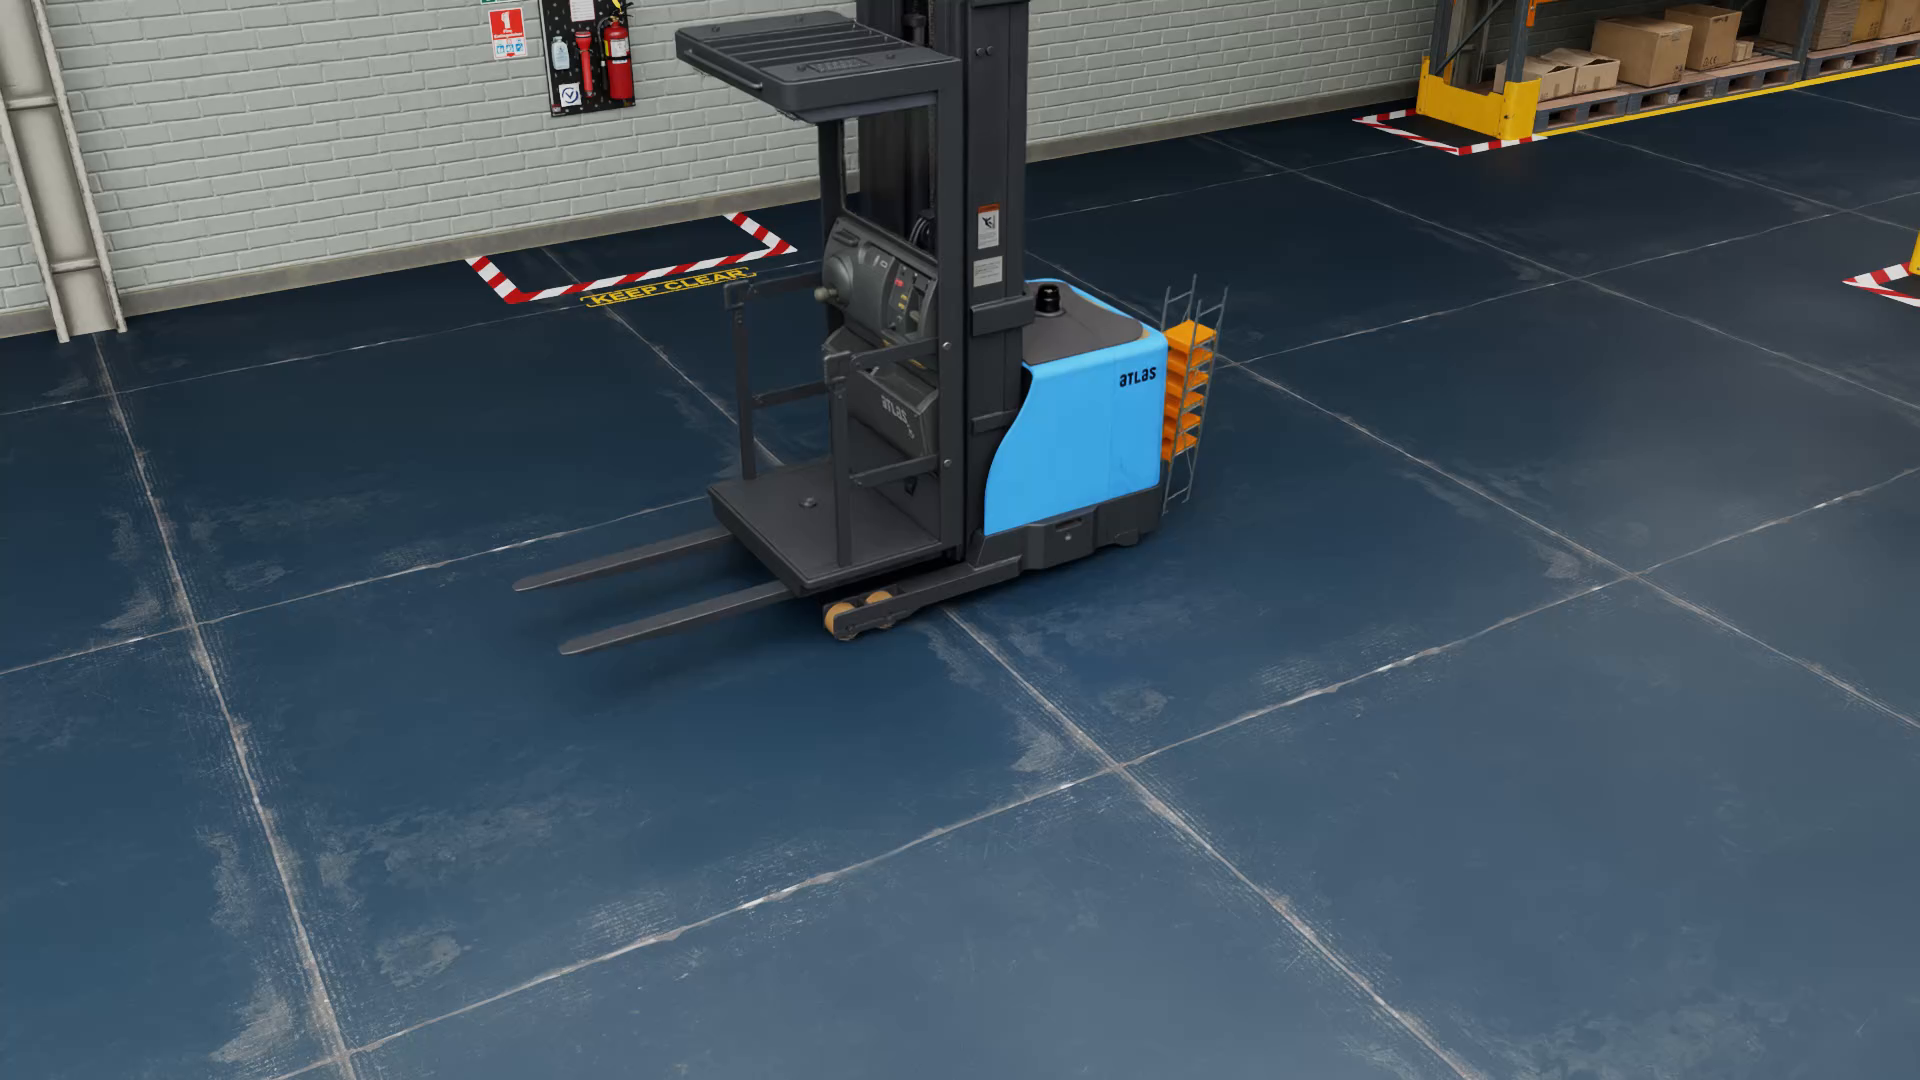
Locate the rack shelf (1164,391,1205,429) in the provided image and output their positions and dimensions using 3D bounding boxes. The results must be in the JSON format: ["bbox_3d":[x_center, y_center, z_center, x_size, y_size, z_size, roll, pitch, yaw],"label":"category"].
[{"bbox_3d":[1.084,-0.670,8.298,0.180,0.103,0.258,29,40,32],"label":"rack shelf"}]

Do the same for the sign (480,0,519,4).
[{"bbox_3d":[-3.091,-3.703,11.270,0.331,0.109,0.001,-16,33,-26],"label":"sign"}]

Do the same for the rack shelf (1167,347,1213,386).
[{"bbox_3d":[1.103,-0.870,8.167,0.180,0.103,0.258,29,40,32],"label":"rack shelf"}]

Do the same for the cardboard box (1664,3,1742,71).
[{"bbox_3d":[7.161,-4.883,16.126,0.500,0.500,0.500,-19,34,-30],"label":"cardboard box"}]

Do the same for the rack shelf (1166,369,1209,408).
[{"bbox_3d":[1.094,-0.770,8.233,0.180,0.103,0.258,29,40,32],"label":"rack shelf"}]

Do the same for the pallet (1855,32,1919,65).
[{"bbox_3d":[9.759,-5.327,17.683,1.213,0.211,1.003,-16,33,-26],"label":"pallet"}]

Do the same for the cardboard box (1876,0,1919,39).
[{"bbox_3d":[9.542,-5.596,17.418,0.500,0.500,0.700,-15,32,-26],"label":"cardboard box"}]

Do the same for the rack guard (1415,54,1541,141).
[{"bbox_3d":[4.652,-4.001,14.982,0.348,0.500,1.175,-16,33,-26],"label":"rack guard"}]

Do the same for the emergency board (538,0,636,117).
[{"bbox_3d":[-2.571,-3.551,11.579,0.643,1.169,0.194,-16,33,-26],"label":"emergency board"}]

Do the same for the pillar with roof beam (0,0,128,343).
[{"bbox_3d":[-3.413,-3.504,5.286,0.400,9.000,9.100,-16,33,-26],"label":"pillar with roof beam"}]

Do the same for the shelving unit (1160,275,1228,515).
[{"bbox_3d":[1.087,-0.707,8.274,0.189,1.200,0.258,29,40,32],"label":"shelving unit"}]

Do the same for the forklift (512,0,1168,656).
[{"bbox_3d":[-0.535,-1.127,7.259,3.031,2.935,1.130,-16,33,-27],"label":"forklift"}]

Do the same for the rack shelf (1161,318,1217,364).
[{"bbox_3d":[1.113,-0.970,8.102,0.180,0.103,0.258,29,40,32],"label":"rack shelf"}]

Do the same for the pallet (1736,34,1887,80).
[{"bbox_3d":[8.706,-5.026,17.139,1.213,0.211,1.003,-16,33,-26],"label":"pallet"}]

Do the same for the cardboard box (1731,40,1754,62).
[{"bbox_3d":[7.590,-4.864,16.437,0.250,0.166,0.380,-21,35,-33],"label":"cardboard box"}]

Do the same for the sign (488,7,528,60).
[{"bbox_3d":[-3.100,-3.474,11.403,0.234,0.329,0.001,-16,33,-26],"label":"sign"}]

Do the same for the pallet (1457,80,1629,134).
[{"bbox_3d":[5.371,-4.058,15.385,1.213,0.211,1.003,-16,33,-26],"label":"pallet"}]

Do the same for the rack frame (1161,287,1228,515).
[{"bbox_3d":[1.155,-0.669,8.226,0.006,1.200,0.240,29,40,32],"label":"rack frame"}]

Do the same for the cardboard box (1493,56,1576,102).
[{"bbox_3d":[5.229,-4.224,15.127,0.500,0.311,0.500,-20,35,-32],"label":"cardboard box"}]

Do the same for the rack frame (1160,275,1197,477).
[{"bbox_3d":[1.019,-0.745,8.322,0.006,1.200,0.240,29,40,32],"label":"rack frame"}]

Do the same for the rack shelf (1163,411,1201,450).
[{"bbox_3d":[1.074,-0.570,8.364,0.180,0.103,0.258,29,40,32],"label":"rack shelf"}]

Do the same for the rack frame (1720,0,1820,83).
[{"bbox_3d":[8.036,-6.056,16.119,0.127,3.000,1.000,-16,33,-26],"label":"rack frame"}]

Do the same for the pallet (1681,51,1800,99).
[{"bbox_3d":[7.475,-4.656,16.468,1.213,0.211,1.003,-16,33,-26],"label":"pallet"}]

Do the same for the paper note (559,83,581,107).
[{"bbox_3d":[-2.758,-3.150,11.766,0.142,0.148,0.016,-16,33,-26],"label":"paper note"}]

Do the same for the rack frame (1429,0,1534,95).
[{"bbox_3d":[4.587,-5.077,14.344,0.127,3.000,1.000,-16,33,-26],"label":"rack frame"}]

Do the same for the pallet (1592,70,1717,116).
[{"bbox_3d":[6.421,-4.355,15.923,1.213,0.211,1.003,-16,33,-26],"label":"pallet"}]

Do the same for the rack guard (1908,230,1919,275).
[{"bbox_3d":[7.079,-1.914,11.200,0.348,0.500,1.175,-16,33,-26],"label":"rack guard"}]

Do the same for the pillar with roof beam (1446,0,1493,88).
[{"bbox_3d":[6.933,-6.441,10.609,0.400,9.000,9.100,-16,33,-26],"label":"pillar with roof beam"}]

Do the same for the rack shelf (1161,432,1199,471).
[{"bbox_3d":[1.064,-0.470,8.429,0.180,0.103,0.258,29,40,32],"label":"rack shelf"}]

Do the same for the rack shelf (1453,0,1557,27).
[{"bbox_3d":[6.311,-5.251,15.405,4.000,0.370,1.077,-16,33,-26],"label":"rack shelf"}]

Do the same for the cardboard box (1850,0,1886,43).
[{"bbox_3d":[9.082,-5.488,17.222,0.500,0.500,0.700,-17,33,-27],"label":"cardboard box"}]

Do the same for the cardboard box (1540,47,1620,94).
[{"bbox_3d":[5.721,-4.363,15.380,0.500,0.311,0.500,-13,31,-22],"label":"cardboard box"}]

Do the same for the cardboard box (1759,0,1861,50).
[{"bbox_3d":[8.662,-5.341,16.955,0.500,0.500,0.700,-15,32,-25],"label":"cardboard box"}]

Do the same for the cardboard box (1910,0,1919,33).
[{"bbox_3d":[9.973,-5.724,17.649,0.500,0.500,0.700,-16,33,-27],"label":"cardboard box"}]

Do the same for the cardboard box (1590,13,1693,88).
[{"bbox_3d":[6.378,-4.605,15.621,0.500,0.500,0.700,-18,34,-29],"label":"cardboard box"}]
